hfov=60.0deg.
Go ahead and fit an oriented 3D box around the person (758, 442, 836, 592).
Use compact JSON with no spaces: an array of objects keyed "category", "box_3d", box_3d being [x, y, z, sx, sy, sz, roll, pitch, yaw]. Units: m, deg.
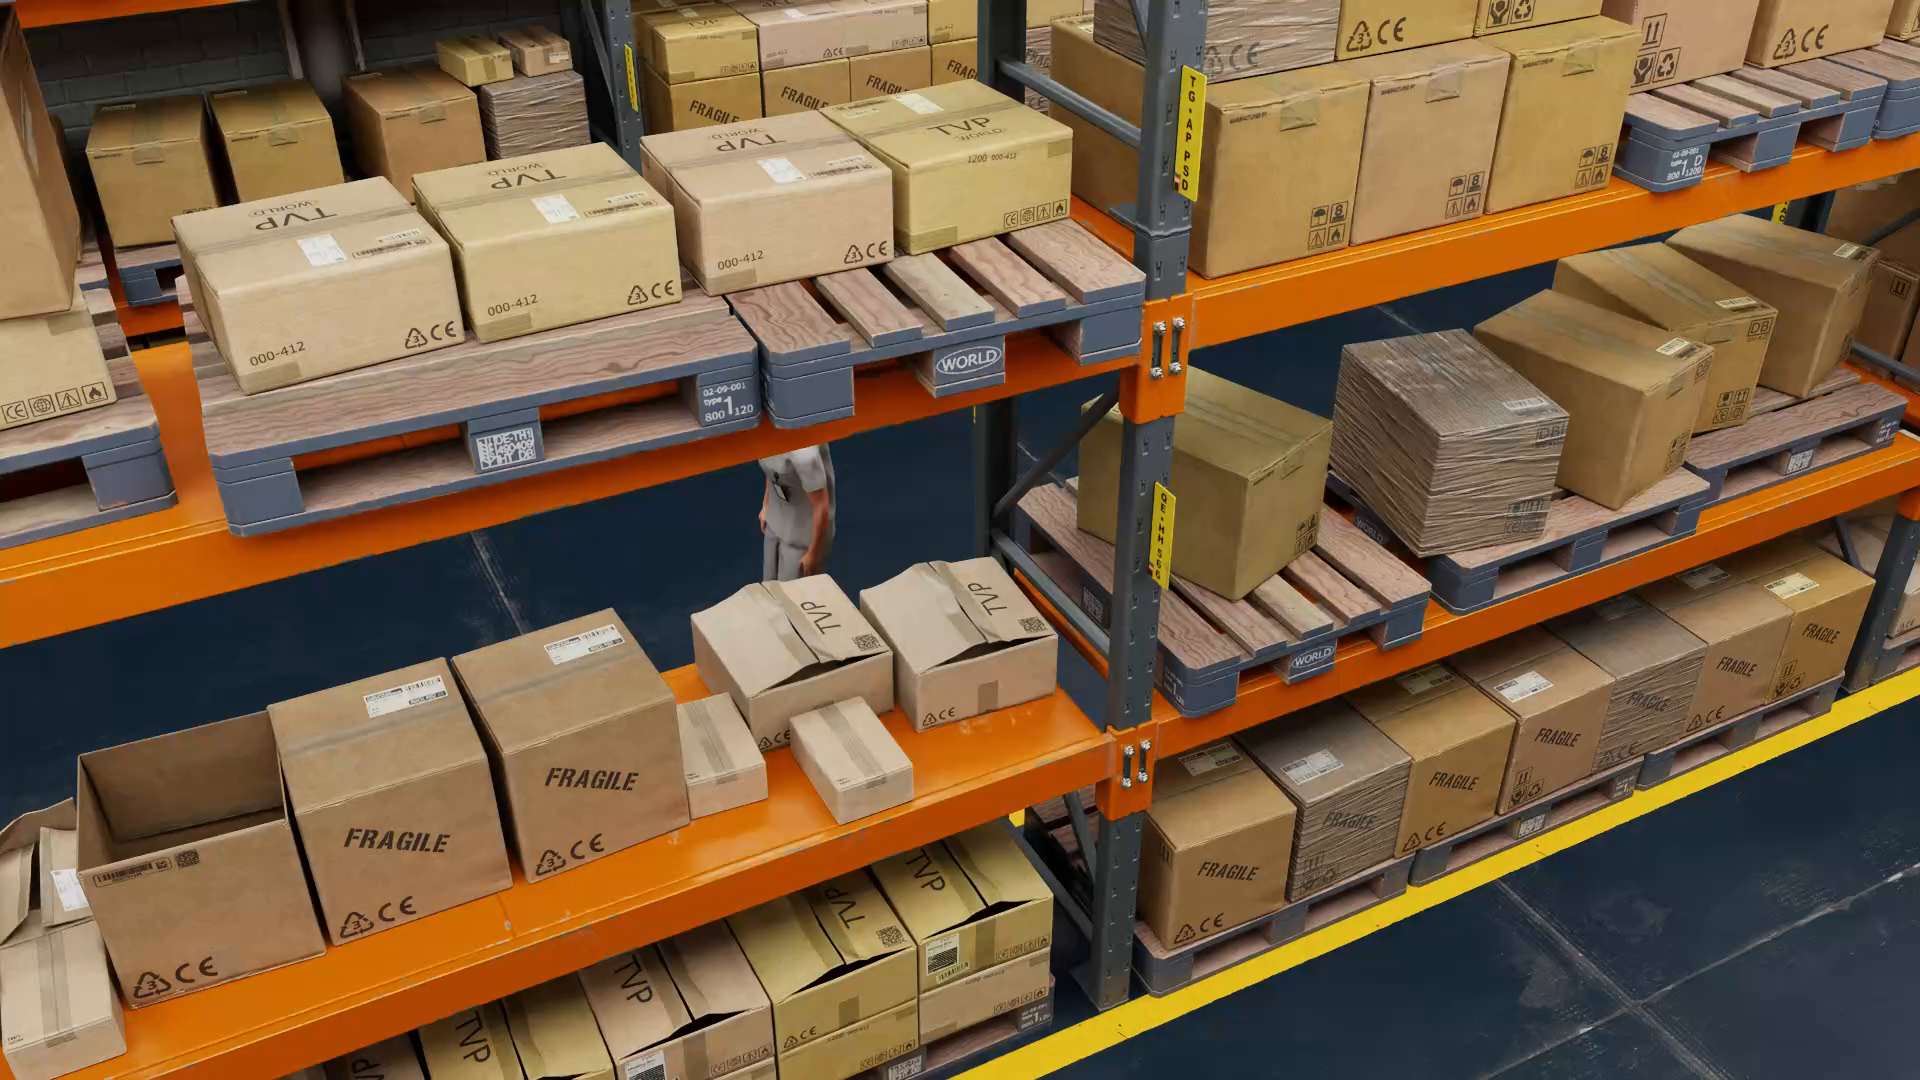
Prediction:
[{"category":"person","box_3d":[-0.753,-0.024,7.180,0.416,1.671,0.503,-18,37,-25]}]
